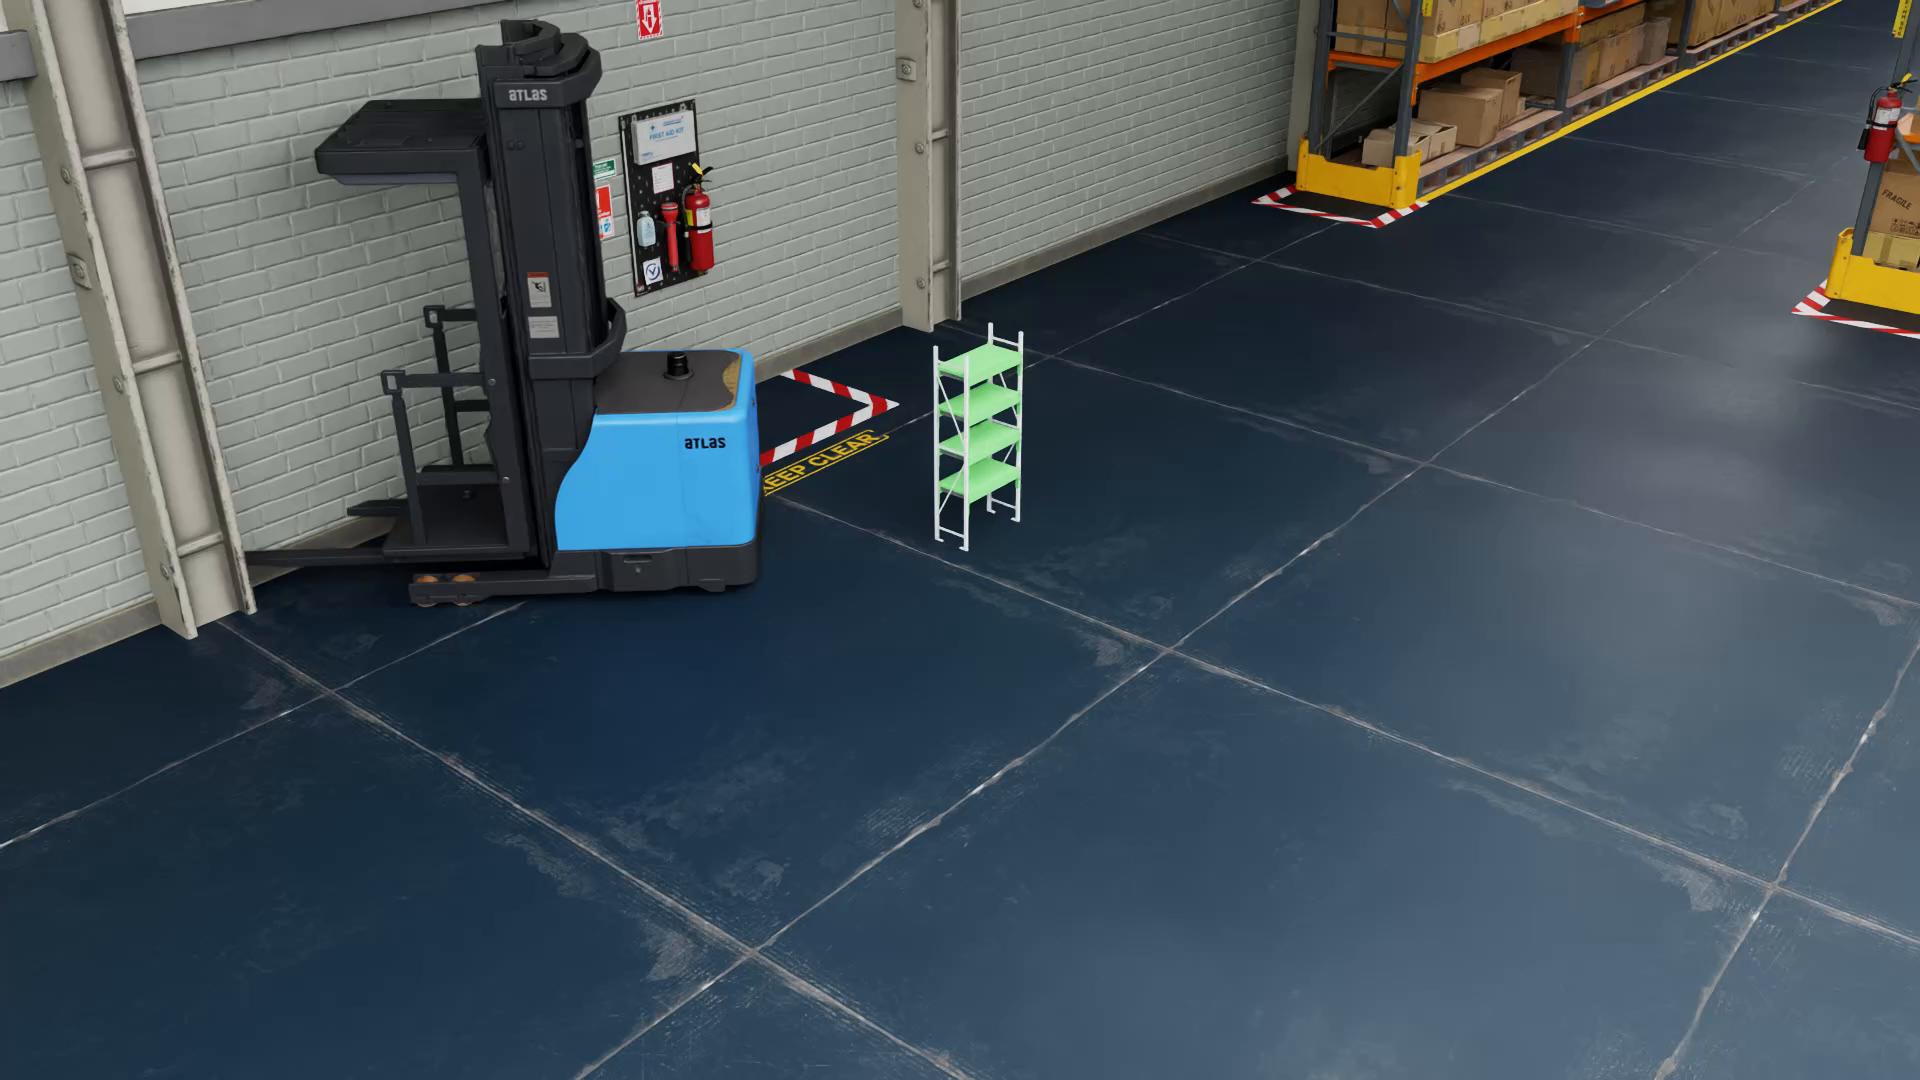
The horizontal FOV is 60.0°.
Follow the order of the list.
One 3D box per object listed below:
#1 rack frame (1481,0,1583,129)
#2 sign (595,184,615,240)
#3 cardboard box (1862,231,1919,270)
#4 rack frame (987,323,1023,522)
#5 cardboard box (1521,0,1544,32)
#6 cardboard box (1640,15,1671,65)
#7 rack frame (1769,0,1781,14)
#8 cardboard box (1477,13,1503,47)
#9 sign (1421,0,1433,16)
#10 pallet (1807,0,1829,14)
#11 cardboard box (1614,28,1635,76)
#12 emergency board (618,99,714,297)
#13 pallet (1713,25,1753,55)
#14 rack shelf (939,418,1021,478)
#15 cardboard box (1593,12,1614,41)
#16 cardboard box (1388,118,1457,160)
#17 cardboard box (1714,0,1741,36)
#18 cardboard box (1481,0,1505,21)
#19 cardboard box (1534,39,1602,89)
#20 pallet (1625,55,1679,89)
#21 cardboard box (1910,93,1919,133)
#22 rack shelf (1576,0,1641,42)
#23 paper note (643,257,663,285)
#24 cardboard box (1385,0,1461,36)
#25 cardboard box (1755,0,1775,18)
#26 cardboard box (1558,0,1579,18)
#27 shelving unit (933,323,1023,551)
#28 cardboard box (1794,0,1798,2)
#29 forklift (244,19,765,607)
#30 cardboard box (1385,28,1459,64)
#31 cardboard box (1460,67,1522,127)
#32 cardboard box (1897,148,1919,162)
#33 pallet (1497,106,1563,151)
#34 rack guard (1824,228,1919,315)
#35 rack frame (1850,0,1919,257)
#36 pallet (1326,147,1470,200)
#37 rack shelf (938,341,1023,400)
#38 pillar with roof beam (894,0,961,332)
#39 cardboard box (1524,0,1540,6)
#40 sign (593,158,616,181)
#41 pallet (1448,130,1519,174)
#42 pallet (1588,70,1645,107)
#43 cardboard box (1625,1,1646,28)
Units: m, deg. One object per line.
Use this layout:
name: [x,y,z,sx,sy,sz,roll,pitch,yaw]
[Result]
rack frame: [6.353,-6.094,18.266,1.000,3.000,0.127,21,34,34]
sign: [-2.263,-2.035,10.380,0.001,0.329,0.234,21,34,34]
cardboard box: [7.747,-2.471,13.798,0.500,0.250,0.500,21,34,34]
rack frame: [0.260,-0.678,9.755,0.240,1.200,0.015,21,34,34]
cardboard box: [5.654,-5.423,17.110,0.500,0.250,0.500,21,34,34]
cardboard box: [8.479,-6.327,20.958,0.700,0.500,0.500,21,34,35]
rack frame: [11.441,-8.931,23.749,1.000,3.000,0.127,21,34,34]
cardboard box: [5.012,-5.066,16.419,0.500,0.250,0.500,20,34,34]
sign: [4.227,-4.902,15.019,0.100,0.325,0.005,21,34,34]
pallet: [12.761,-8.373,25.706,1.003,0.211,1.213,21,34,34]
cardboard box: [7.768,-5.994,20.314,0.700,0.500,0.500,21,34,34]
emergency board: [-1.831,-2.185,10.709,0.194,1.169,0.643,21,34,34]
pallet: [10.233,-6.962,22.978,1.003,0.211,1.213,21,34,34]
rack shelf: [0.105,-0.535,9.617,0.258,0.148,0.480,21,34,34]
cardboard box: [7.414,-6.121,19.743,0.500,0.250,0.500,20,33,33]
cardboard box: [4.681,-4.098,16.855,0.500,0.311,0.500,24,36,38]
cardboard box: [10.028,-7.275,22.431,0.750,0.750,0.750,21,34,34]
cardboard box: [5.000,-5.387,16.223,0.500,0.500,0.500,19,33,33]
cardboard box: [7.098,-5.643,19.635,0.700,0.500,0.500,20,33,33]
pallet: [8.399,-5.997,21.113,1.003,0.211,1.213,21,34,34]
cardboard box: [7.940,-3.436,13.018,0.700,0.500,0.500,21,34,34]
rack shelf: [7.625,-6.484,19.802,1.077,0.370,4.000,21,34,34]
paper note: [-1.997,-1.751,10.829,0.016,0.148,0.142,21,34,34]
cardboard box: [4.344,-5.033,15.539,0.500,0.500,0.500,21,34,34]
cardboard box: [11.128,-7.894,23.627,0.750,0.750,0.750,21,34,35]
cardboard box: [6.285,-5.780,17.800,0.500,0.250,0.500,21,34,35]
shelving unit: [0.105,-0.592,9.588,0.258,1.200,0.503,21,34,34]
cardboard box: [12.318,-8.419,25.024,0.700,0.500,0.500,20,34,34]
forklift: [-2.653,-1.190,8.860,3.031,2.935,1.130,-2,27,-3]
cardboard box: [4.364,-4.699,15.709,0.500,0.250,0.500,20,33,33]
cardboard box: [5.724,-4.800,18.005,0.500,0.500,0.500,18,32,31]
cardboard box: [8.370,-3.164,14.321,0.500,0.500,0.500,21,34,34]
pallet: [5.953,-4.607,18.426,1.003,0.211,1.213,21,34,34]
rack guard: [7.618,-2.111,13.286,1.175,0.500,0.348,21,34,34]
rack frame: [7.633,-3.230,12.728,1.000,3.000,0.127,21,34,34]
pallet: [4.401,-3.742,16.754,1.003,0.211,1.213,21,34,34]
rack shelf: [0.105,-0.961,9.397,0.258,0.148,0.480,21,34,34]
pillar with roof beam: [3.092,-4.456,8.570,9.100,9.000,0.400,21,34,34]
cardboard box: [5.649,-5.758,16.940,0.500,0.500,0.500,20,33,33]
sign: [-2.253,-2.269,10.256,0.001,0.109,0.331,21,34,34]
pallet: [5.177,-4.173,17.586,1.003,0.211,1.213,21,34,34]
pallet: [7.623,-5.567,20.281,1.003,0.211,1.213,21,34,34]
cardboard box: [8.068,-6.476,20.430,0.500,0.250,0.500,21,34,35]
